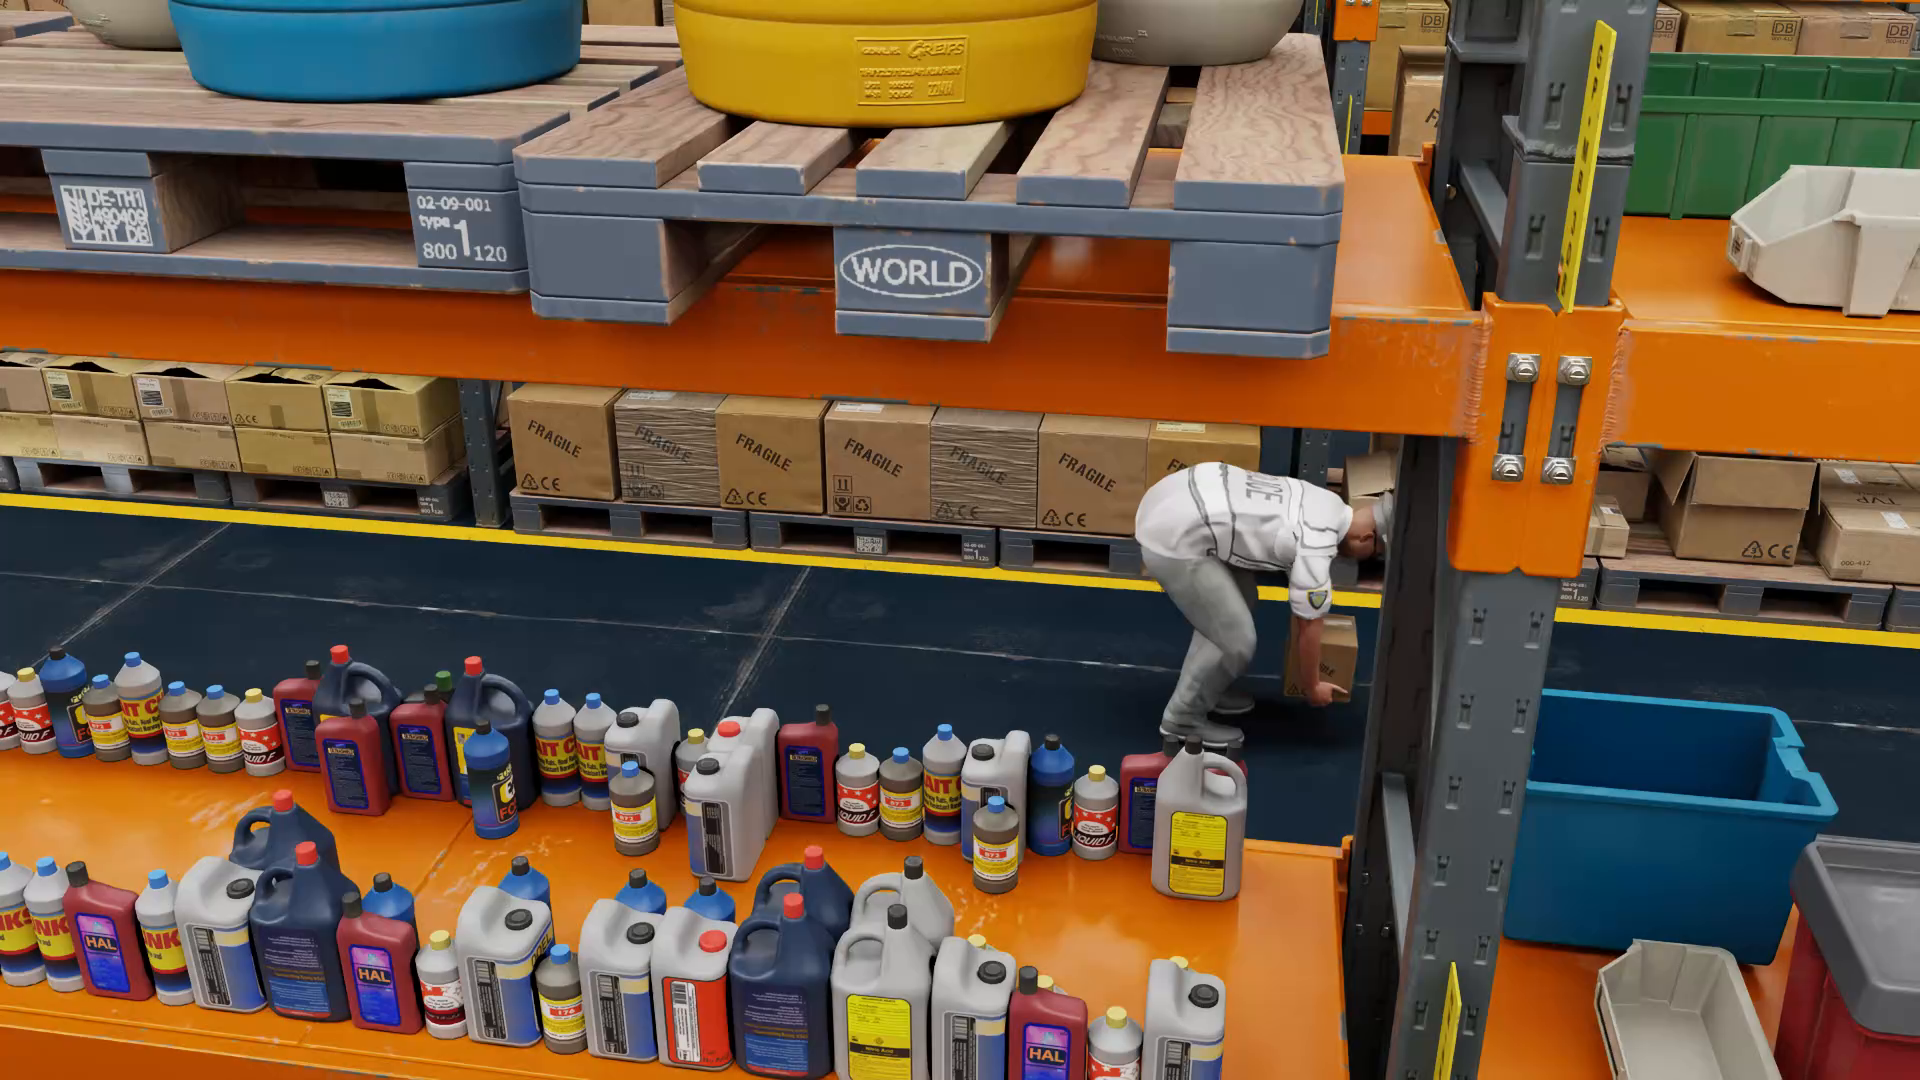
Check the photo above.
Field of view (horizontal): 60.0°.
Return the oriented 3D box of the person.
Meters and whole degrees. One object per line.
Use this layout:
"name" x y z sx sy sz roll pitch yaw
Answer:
"person" 1.179 0.248 6.364 1.043 1.081 0.499 3 25 6
